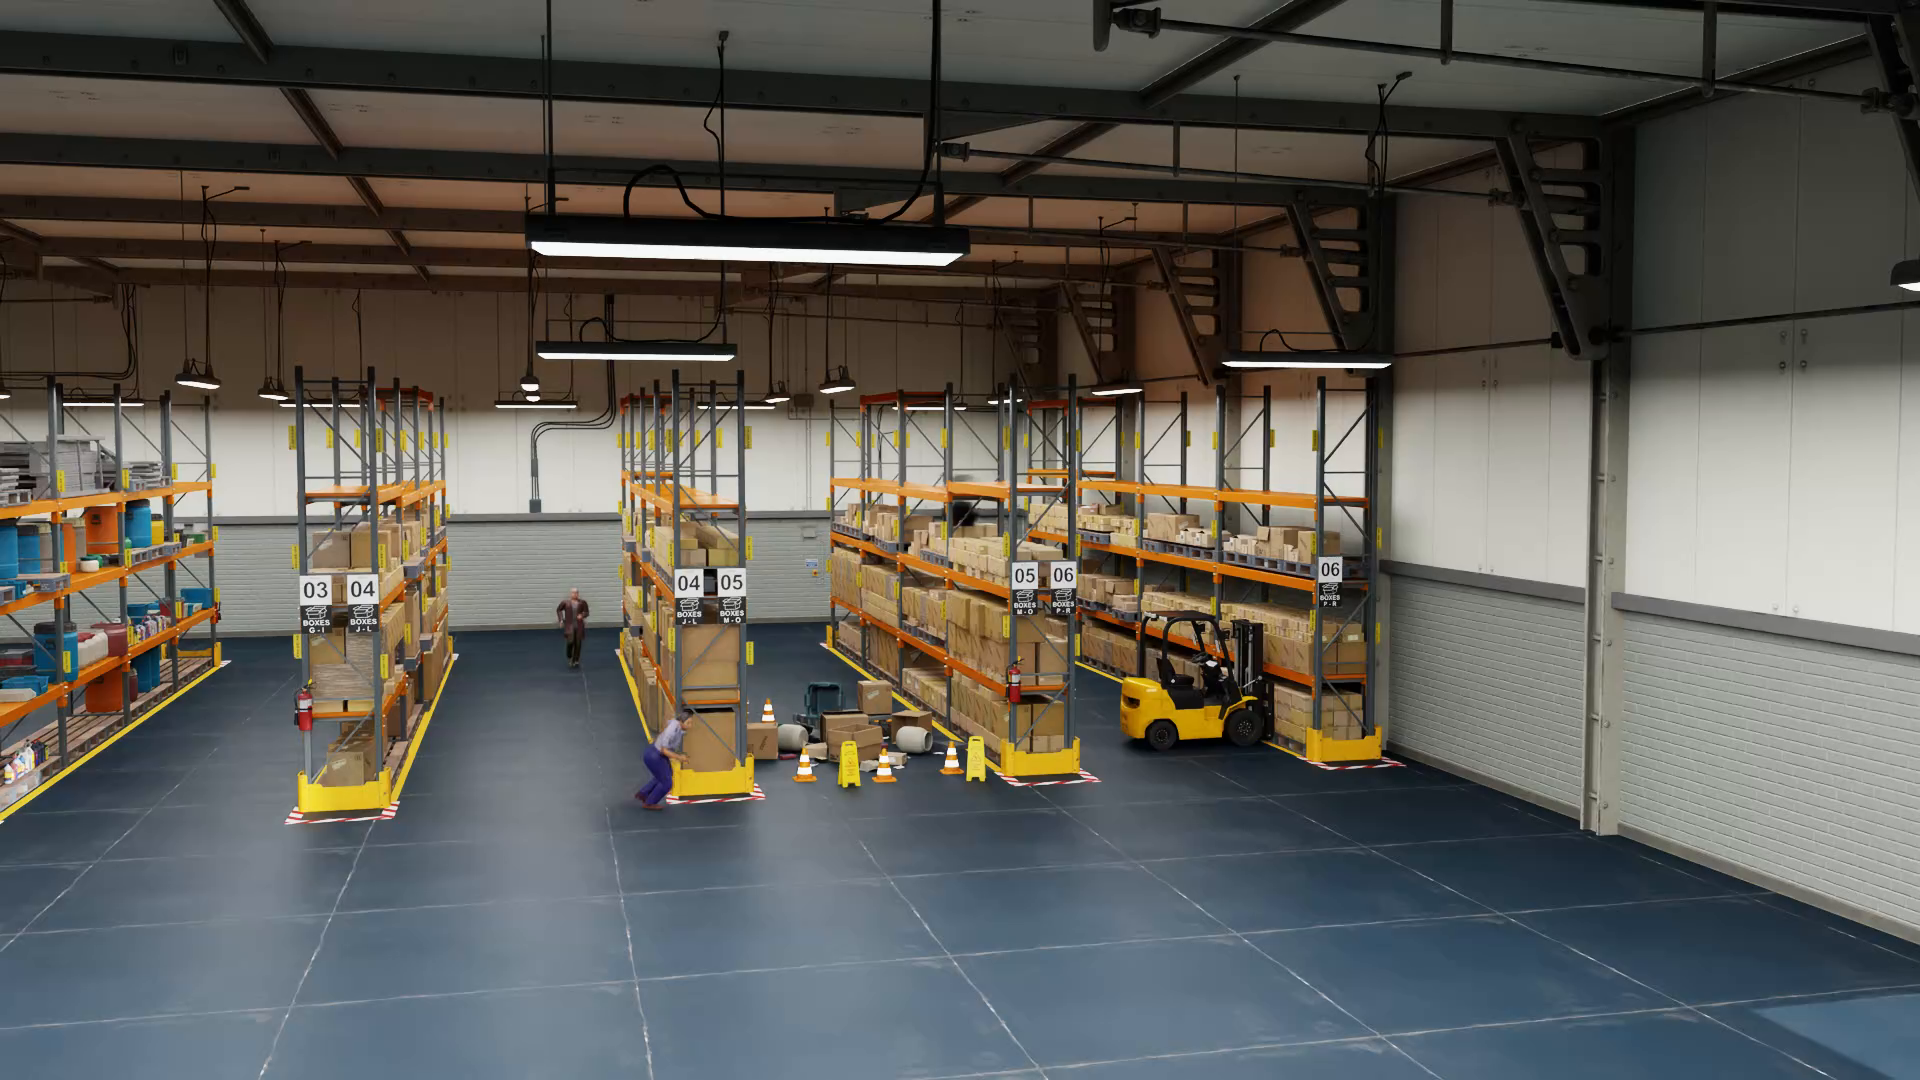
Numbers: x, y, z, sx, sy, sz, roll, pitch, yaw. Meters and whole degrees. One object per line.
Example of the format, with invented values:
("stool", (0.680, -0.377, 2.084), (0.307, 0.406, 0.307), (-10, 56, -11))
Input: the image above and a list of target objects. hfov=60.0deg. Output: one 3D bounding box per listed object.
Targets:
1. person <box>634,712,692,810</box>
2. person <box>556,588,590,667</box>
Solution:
("person", (-4.026, 2.986, 22.517), (0.857, 1.378, 0.655), (0, 3, 2))
("person", (-8.505, 1.930, 36.635), (0.688, 1.752, 0.716), (-1, 4, -20))
